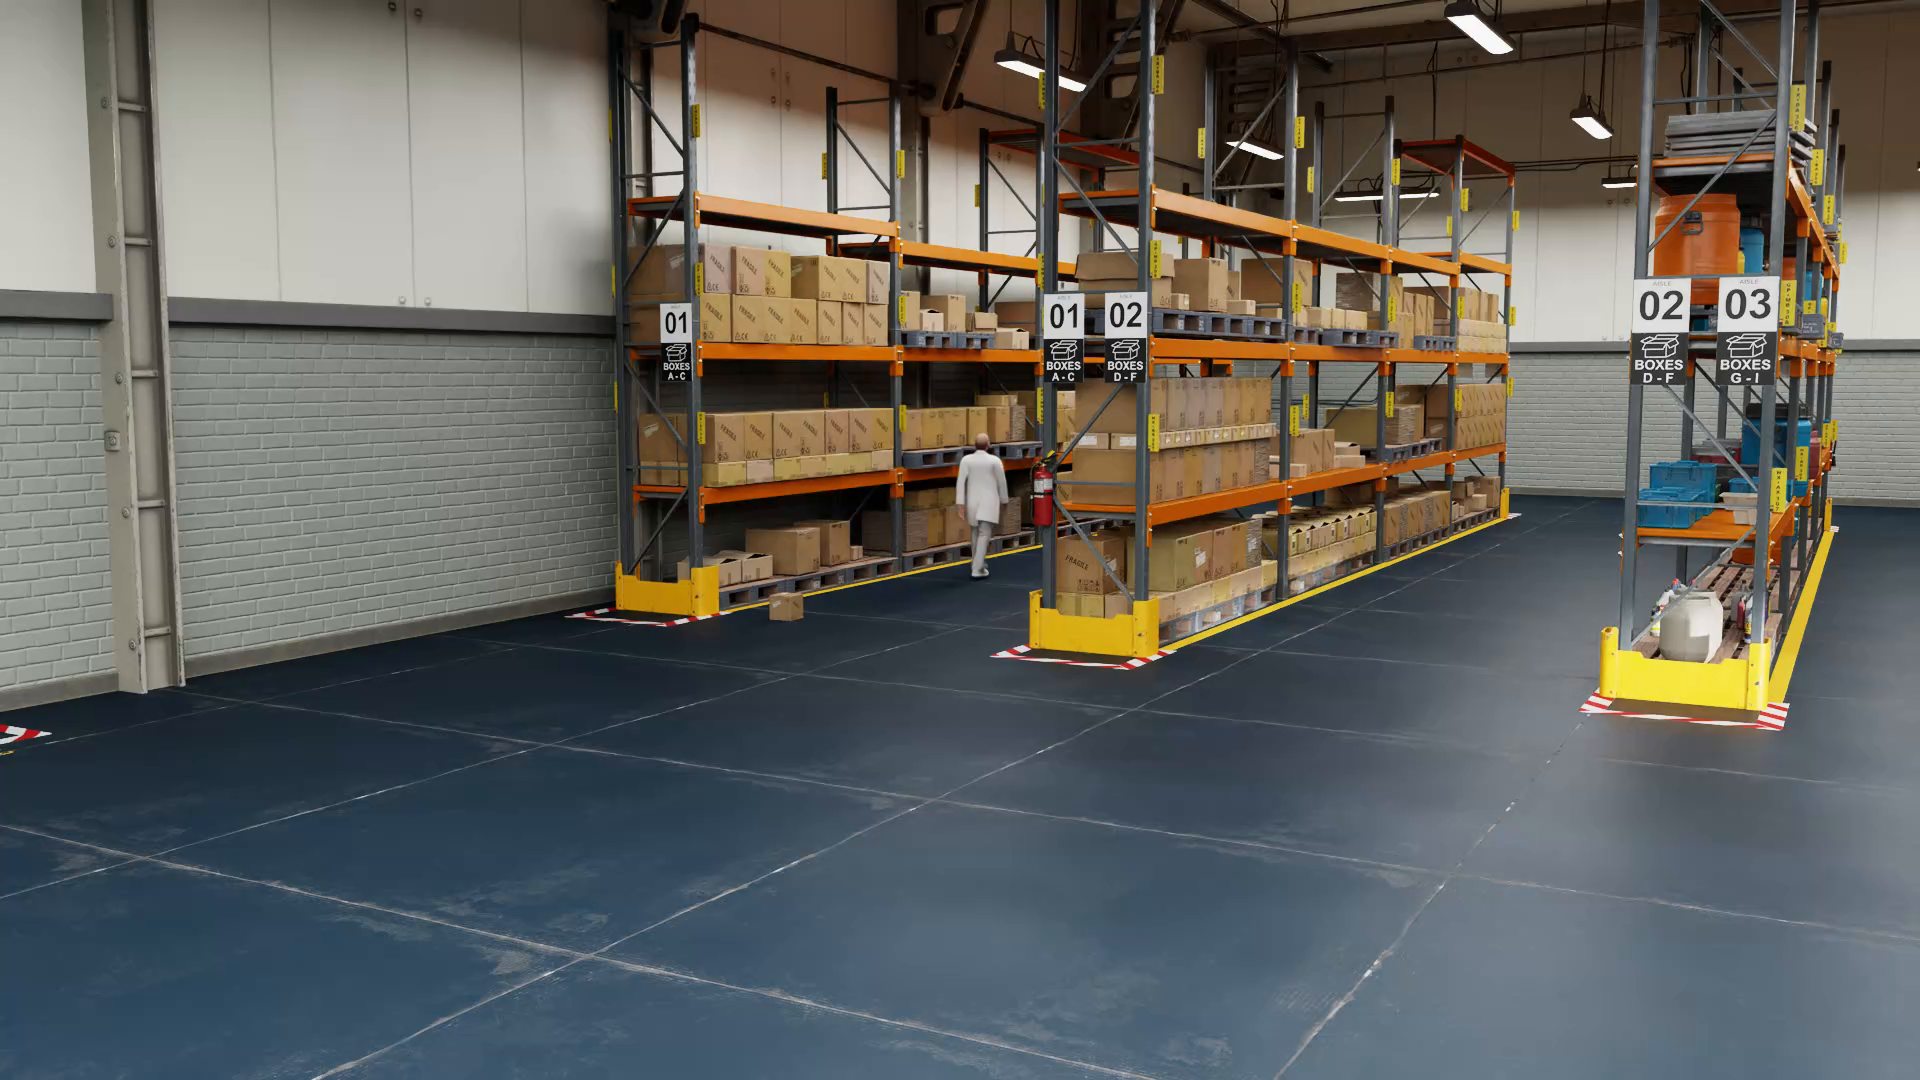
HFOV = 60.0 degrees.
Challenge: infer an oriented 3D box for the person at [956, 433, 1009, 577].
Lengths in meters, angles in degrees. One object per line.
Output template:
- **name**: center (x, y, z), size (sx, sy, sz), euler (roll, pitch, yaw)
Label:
- **person**: center (0.310, -0.450, 20.409), size (0.589, 1.731, 1.010), euler (2, 6, 21)
